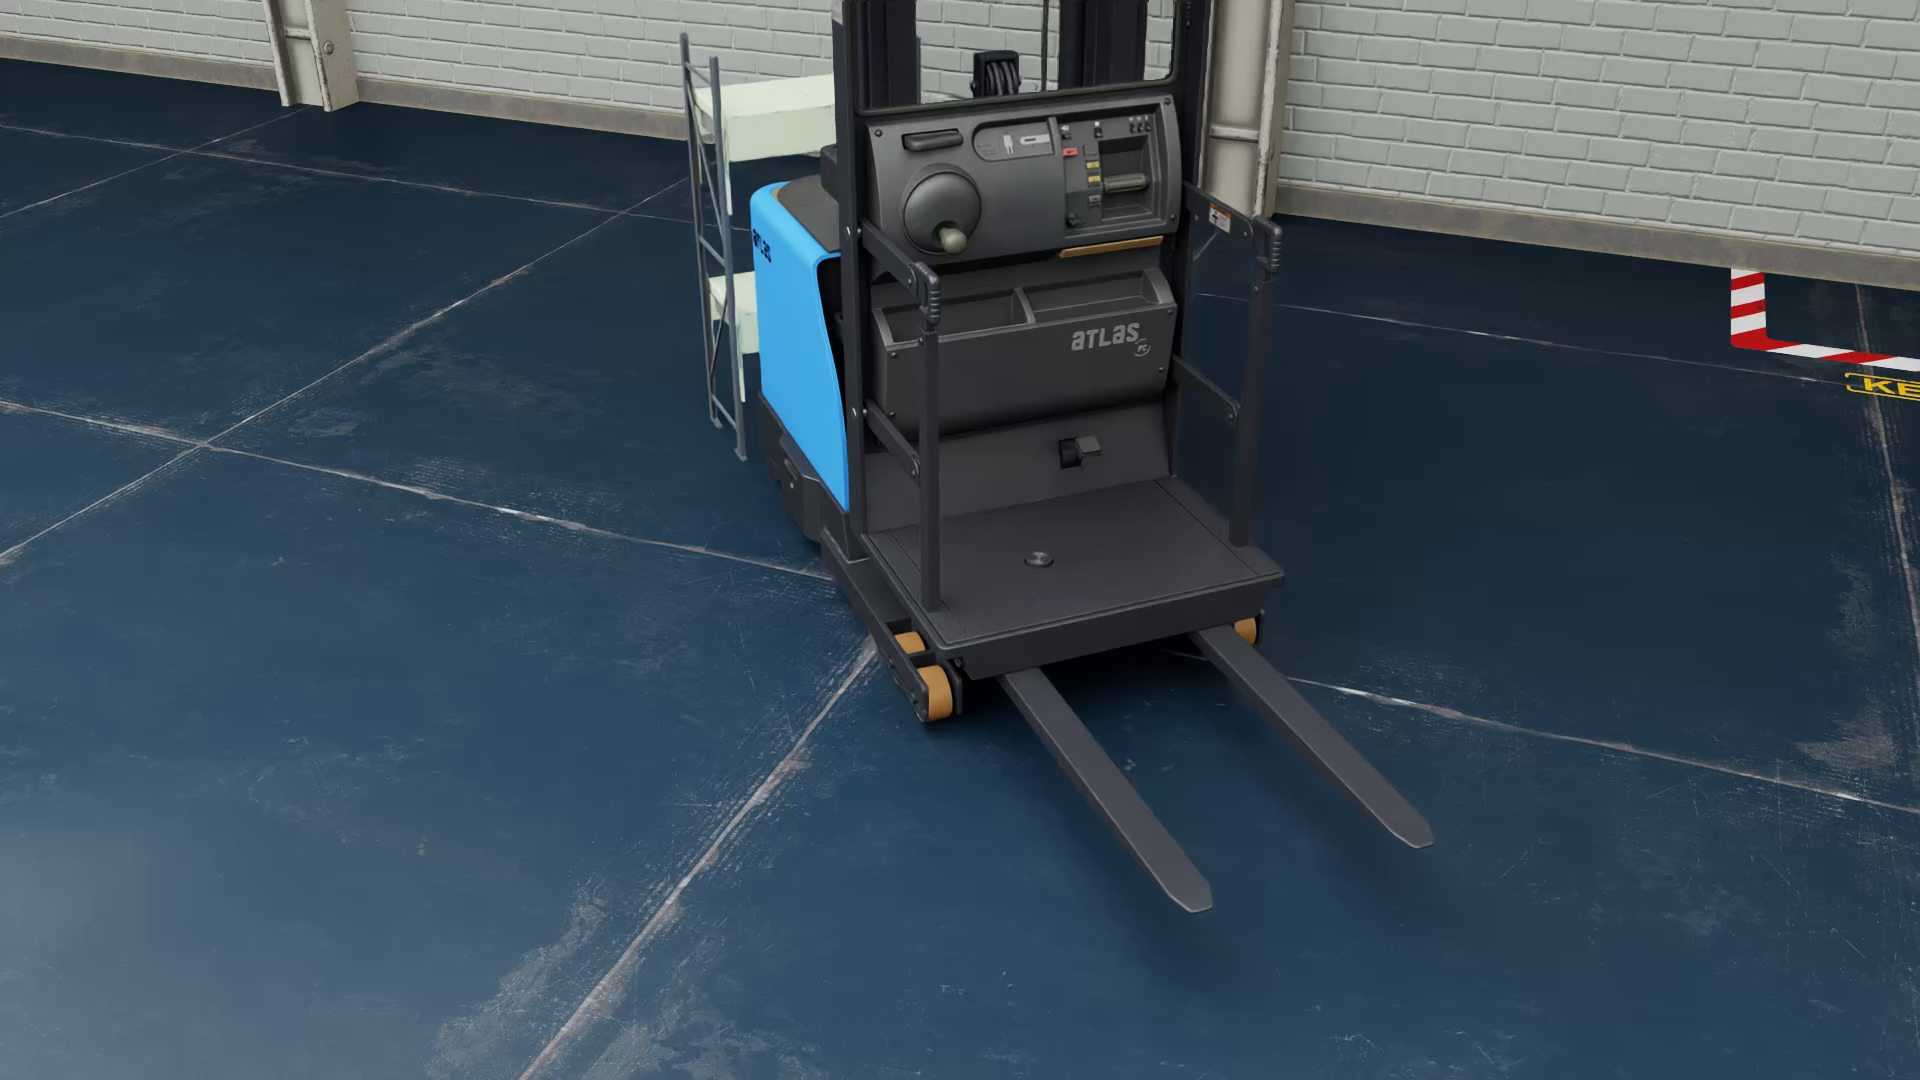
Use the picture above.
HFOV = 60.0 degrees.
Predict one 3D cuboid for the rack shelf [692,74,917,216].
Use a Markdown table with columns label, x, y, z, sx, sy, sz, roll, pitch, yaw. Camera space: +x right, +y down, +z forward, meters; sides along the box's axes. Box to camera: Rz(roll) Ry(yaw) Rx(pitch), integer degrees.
| label | x | y | z | sx | sy | sz | roll | pitch | yaw |
| --- | --- | --- | --- | --- | --- | --- | --- | --- | --- |
| rack shelf | -0.565 | -1.460 | 6.016 | 0.720 | 0.370 | 0.431 | -12 | 32 | -21 |

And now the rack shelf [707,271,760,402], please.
| label | x | y | z | sx | sy | sz | roll | pitch | yaw |
| --- | --- | --- | --- | --- | --- | --- | --- | --- | --- |
| rack shelf | -0.565 | -0.836 | 6.368 | 0.720 | 0.370 | 0.431 | -12 | 32 | -21 |

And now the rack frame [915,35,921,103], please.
| label | x | y | z | sx | sy | sz | roll | pitch | yaw |
| --- | --- | --- | --- | --- | --- | --- | --- | --- | --- |
| rack frame | -0.231 | -1.194 | 6.338 | 0.023 | 1.500 | 0.400 | -12 | 32 | -21 |

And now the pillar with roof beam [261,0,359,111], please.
| label | x | y | z | sx | sy | sz | roll | pitch | yaw |
| --- | --- | --- | --- | --- | --- | --- | --- | --- | --- |
| pillar with roof beam | -5.742 | -4.784 | 5.069 | 0.400 | 9.000 | 9.100 | 11 | 31 | 19 |

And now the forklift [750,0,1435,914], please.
| label | x | y | z | sx | sy | sz | roll | pitch | yaw |
| --- | --- | --- | --- | --- | --- | --- | --- | --- | --- |
| forklift | 0.277 | -0.983 | 4.511 | 1.130 | 2.935 | 3.031 | -11 | 31 | -19 |

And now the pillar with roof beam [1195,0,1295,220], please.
| label | x | y | z | sx | sy | sz | roll | pitch | yaw |
| --- | --- | --- | --- | --- | --- | --- | --- | --- | --- |
| pillar with roof beam | -0.183 | -3.674 | 3.105 | 0.400 | 9.000 | 9.100 | 11 | 31 | 19 |

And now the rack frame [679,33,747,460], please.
| label | x | y | z | sx | sy | sz | roll | pitch | yaw |
| --- | --- | --- | --- | --- | --- | --- | --- | --- | --- |
| rack frame | -0.899 | -1.047 | 6.077 | 0.023 | 1.500 | 0.400 | -12 | 32 | -21 |

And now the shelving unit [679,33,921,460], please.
| label | x | y | z | sx | sy | sz | roll | pitch | yaw |
| --- | --- | --- | --- | --- | --- | --- | --- | --- | --- |
| shelving unit | -0.565 | -1.120 | 6.208 | 0.755 | 1.500 | 0.431 | -12 | 32 | -21 |
